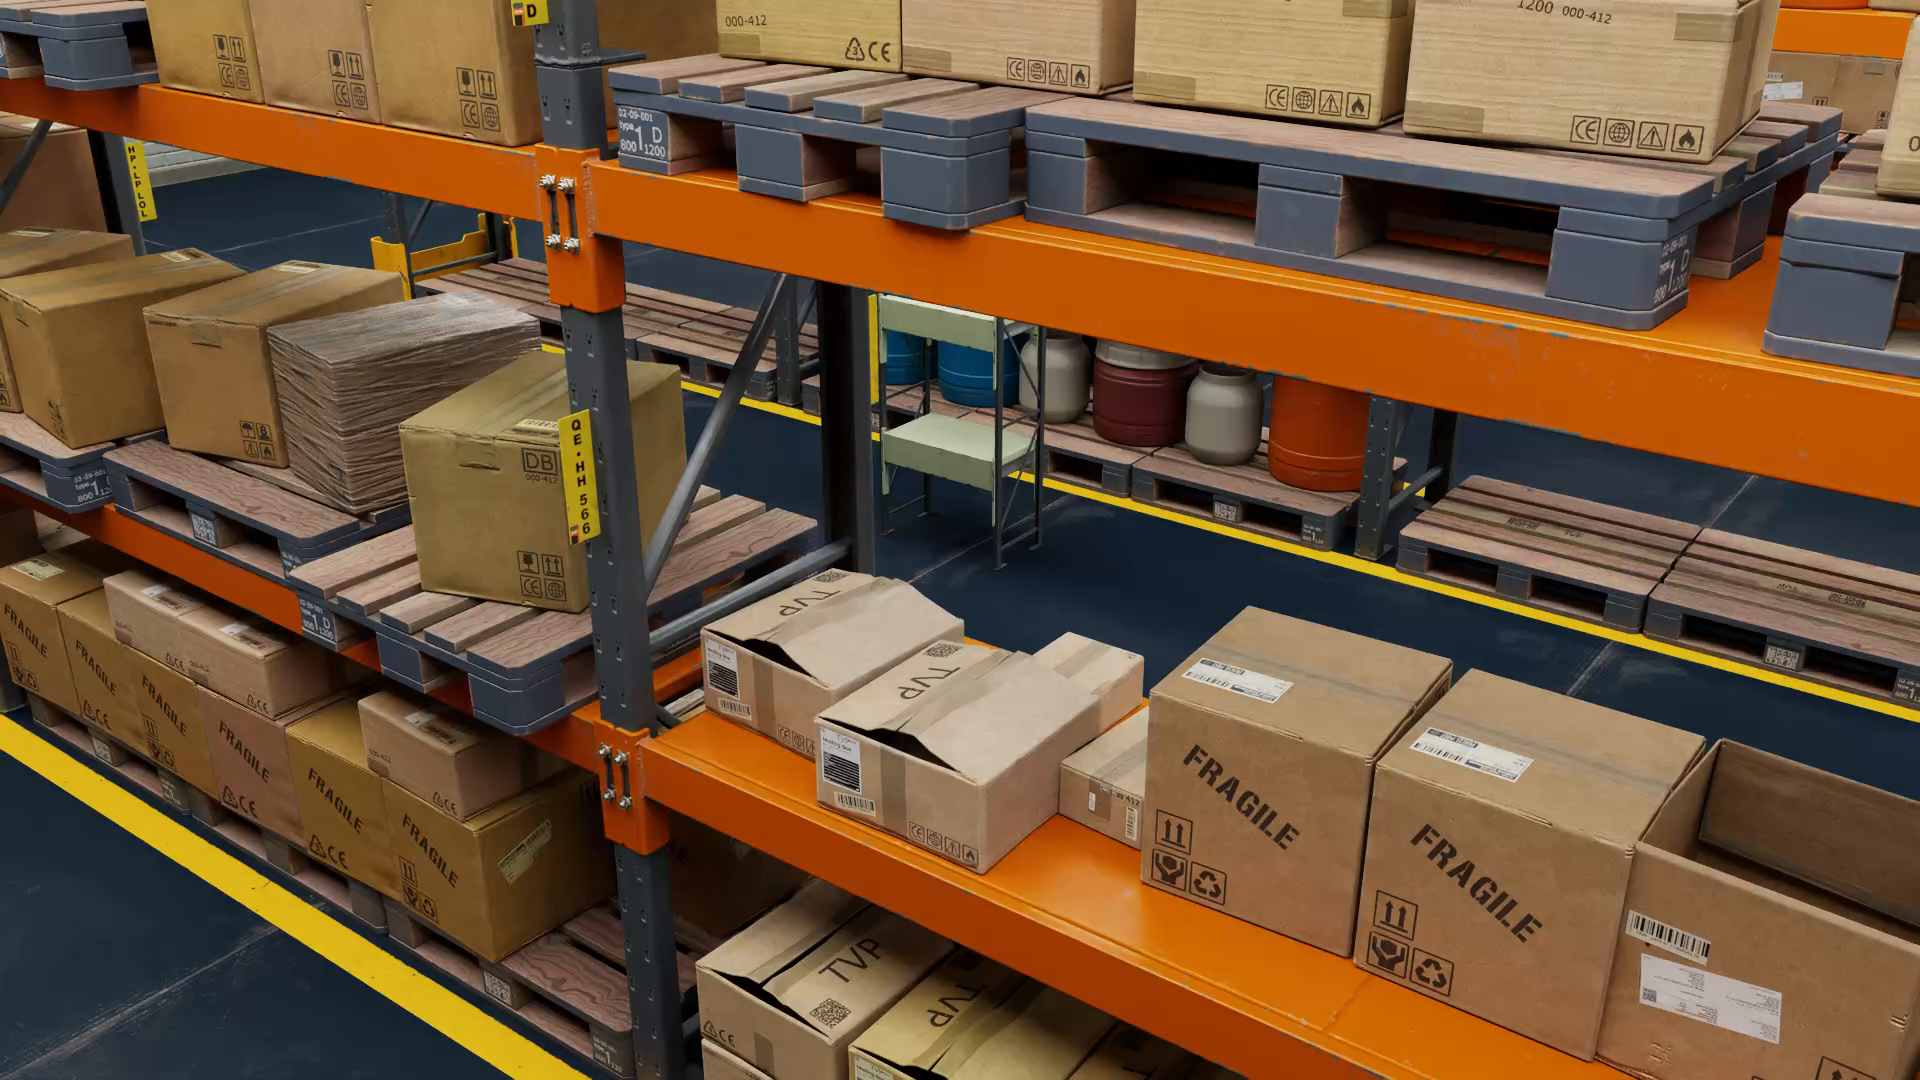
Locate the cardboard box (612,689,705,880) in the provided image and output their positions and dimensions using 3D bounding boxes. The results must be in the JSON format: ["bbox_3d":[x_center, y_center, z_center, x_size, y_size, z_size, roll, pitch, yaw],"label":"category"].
[{"bbox_3d":[-1.217,0.781,5.813,0.500,0.500,0.500,16,28,31],"label":"cardboard box"}]

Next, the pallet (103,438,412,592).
[{"bbox_3d":[-2.161,-0.216,5.758,1.213,0.211,1.003,17,29,33],"label":"pallet"}]

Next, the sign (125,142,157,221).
[{"bbox_3d":[-3.473,-1.512,7.025,0.005,0.325,0.100,17,29,33],"label":"sign"}]

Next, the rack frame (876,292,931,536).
[{"bbox_3d":[-0.287,-0.773,8.645,0.023,1.500,0.400,17,29,33],"label":"rack frame"}]

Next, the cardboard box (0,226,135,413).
[{"bbox_3d":[-3.558,-0.853,6.322,0.500,0.500,0.700,7,25,16],"label":"cardboard box"}]

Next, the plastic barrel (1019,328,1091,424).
[{"bbox_3d":[0.561,-0.979,9.817,0.421,0.512,0.421,0,24,0],"label":"plastic barrel"}]

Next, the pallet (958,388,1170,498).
[{"bbox_3d":[0.744,-0.628,9.914,1.213,0.211,1.003,17,29,33],"label":"pallet"}]

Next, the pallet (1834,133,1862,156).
[{"bbox_3d":[5.976,-2.804,11.632,1.003,0.211,1.213,17,29,33],"label":"pallet"}]

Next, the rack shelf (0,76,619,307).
[{"bbox_3d":[-2.203,-1.362,5.293,4.000,0.370,1.077,17,29,33],"label":"rack shelf"}]

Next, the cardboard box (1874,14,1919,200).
[{"bbox_3d":[1.670,-0.648,2.445,0.500,0.250,0.500,14,27,28],"label":"cardboard box"}]

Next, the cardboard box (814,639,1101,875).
[{"bbox_3d":[-0.003,0.485,4.040,0.500,0.311,0.500,16,29,33],"label":"cardboard box"}]

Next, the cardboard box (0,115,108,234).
[{"bbox_3d":[-4.011,-1.510,7.093,0.500,0.500,0.500,18,29,35],"label":"cardboard box"}]

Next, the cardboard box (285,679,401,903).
[{"bbox_3d":[-1.905,0.832,5.696,0.500,0.500,0.500,16,28,31],"label":"cardboard box"}]

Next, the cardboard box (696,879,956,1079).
[{"bbox_3d":[-0.359,1.196,4.509,0.500,0.311,0.500,18,29,35],"label":"cardboard box"}]

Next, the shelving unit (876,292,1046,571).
[{"bbox_3d":[0.005,-0.685,8.444,0.755,1.500,0.431,17,29,33],"label":"shelving unit"}]

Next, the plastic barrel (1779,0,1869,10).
[{"bbox_3d":[3.422,-2.575,6.620,0.708,0.830,0.600,17,29,33],"label":"plastic barrel"}]

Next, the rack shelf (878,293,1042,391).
[{"bbox_3d":[0.005,-1.042,8.287,0.720,0.370,0.431,17,29,33],"label":"rack shelf"}]

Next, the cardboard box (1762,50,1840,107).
[{"bbox_3d":[5.798,-3.150,11.535,0.500,0.500,0.500,13,27,27],"label":"cardboard box"}]

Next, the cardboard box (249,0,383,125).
[{"bbox_3d":[-1.380,-1.471,4.525,0.500,0.500,0.910,17,29,33],"label":"cardboard box"}]

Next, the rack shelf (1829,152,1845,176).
[{"bbox_3d":[6.942,-2.217,10.954,4.000,0.370,1.077,17,29,33],"label":"rack shelf"}]

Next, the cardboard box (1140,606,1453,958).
[{"bbox_3d":[0.750,0.520,3.726,0.500,0.500,0.500,15,28,31],"label":"cardboard box"}]

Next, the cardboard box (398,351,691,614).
[{"bbox_3d":[-1.174,-0.189,4.813,0.500,0.500,0.700,7,25,16],"label":"cardboard box"}]

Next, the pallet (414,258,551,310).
[{"bbox_3d":[-3.393,-1.879,12.752,1.213,0.211,1.003,17,29,33],"label":"pallet"}]

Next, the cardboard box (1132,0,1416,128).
[{"bbox_3d":[0.676,-0.977,3.191,0.500,0.250,0.500,16,28,32],"label":"cardboard box"}]

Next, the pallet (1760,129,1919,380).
[{"bbox_3d":[1.885,-0.362,2.368,1.217,0.209,0.805,16,28,31],"label":"pallet"}]

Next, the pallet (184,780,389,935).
[{"bbox_3d":[-2.149,0.953,6.325,1.213,0.211,1.003,17,29,33],"label":"pallet"}]

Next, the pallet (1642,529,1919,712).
[{"bbox_3d":[3.940,0.339,7.719,1.213,0.211,1.003,17,29,33],"label":"pallet"}]

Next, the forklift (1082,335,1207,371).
[{"bbox_3d":[0.860,-2.682,11.202,3.031,2.935,1.130,16,28,31],"label":"forklift"}]

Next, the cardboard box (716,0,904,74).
[{"bbox_3d":[-0.205,-1.239,3.788,0.500,0.250,0.500,14,28,29],"label":"cardboard box"}]

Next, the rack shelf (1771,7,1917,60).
[{"bbox_3d":[3.972,-1.992,6.723,4.000,0.370,1.077,17,29,33],"label":"rack shelf"}]

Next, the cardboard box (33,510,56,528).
[{"bbox_3d":[-4.707,-0.084,8.189,0.250,0.166,0.380,17,29,33],"label":"cardboard box"}]

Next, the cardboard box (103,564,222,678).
[{"bbox_3d":[-2.762,0.235,6.122,0.500,0.250,0.500,17,29,33],"label":"cardboard box"}]

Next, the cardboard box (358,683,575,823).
[{"bbox_3d":[-1.539,0.602,5.288,0.500,0.250,0.500,18,30,35],"label":"cardboard box"}]

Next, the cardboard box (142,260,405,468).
[{"bbox_3d":[-2.352,-0.633,5.821,0.500,0.500,0.700,9,25,20],"label":"cardboard box"}]

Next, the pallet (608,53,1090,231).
[{"bbox_3d":[-0.006,-0.986,3.781,1.003,0.211,1.213,18,30,36],"label":"pallet"}]

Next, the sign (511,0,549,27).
[{"bbox_3d":[-0.929,-1.270,3.550,0.005,0.325,0.100,17,29,33],"label":"sign"}]

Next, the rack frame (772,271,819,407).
[{"bbox_3d":[-0.829,-2.399,10.475,0.127,3.000,1.000,17,29,33],"label":"rack frame"}]

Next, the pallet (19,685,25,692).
[{"bbox_3d":[-4.352,0.308,7.790,1.213,0.211,1.003,17,29,33],"label":"pallet"}]

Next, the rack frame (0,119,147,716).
[{"bbox_3d":[-3.803,-0.802,6.850,0.127,3.000,1.000,17,29,33],"label":"rack frame"}]

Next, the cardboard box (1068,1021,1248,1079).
[{"bbox_3d":[0.473,1.444,3.945,0.500,0.311,0.500,16,28,32],"label":"cardboard box"}]

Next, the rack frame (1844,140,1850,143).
[{"bbox_3d":[8.398,-4.606,15.483,0.127,3.000,1.000,17,29,33],"label":"rack frame"}]

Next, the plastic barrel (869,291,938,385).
[{"bbox_3d":[-0.404,-1.494,10.503,0.708,0.901,0.600,17,29,33],"label":"plastic barrel"}]

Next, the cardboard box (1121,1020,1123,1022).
[{"bbox_3d":[0.384,1.145,4.624,0.500,0.311,0.500,16,29,33],"label":"cardboard box"}]

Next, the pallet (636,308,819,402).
[{"bbox_3d":[-1.441,-1.289,11.413,1.213,0.211,1.003,17,29,33],"label":"pallet"}]

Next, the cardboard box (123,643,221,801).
[{"bbox_3d":[-2.733,0.585,6.257,0.500,0.500,0.500,17,29,34],"label":"cardboard box"}]

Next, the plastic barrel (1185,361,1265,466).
[{"bbox_3d":[1.464,-0.706,9.197,0.421,0.512,0.421,0,24,0],"label":"plastic barrel"}]

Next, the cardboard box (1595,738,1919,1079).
[{"bbox_3d":[1.572,0.768,3.162,0.500,0.500,0.500,19,30,37],"label":"cardboard box"}]

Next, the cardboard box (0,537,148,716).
[{"bbox_3d":[-3.562,0.336,6.822,0.500,0.500,0.500,15,28,31],"label":"cardboard box"}]

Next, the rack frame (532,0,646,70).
[{"bbox_3d":[-0.602,-2.580,3.445,0.127,3.000,1.000,17,29,33],"label":"rack frame"}]
